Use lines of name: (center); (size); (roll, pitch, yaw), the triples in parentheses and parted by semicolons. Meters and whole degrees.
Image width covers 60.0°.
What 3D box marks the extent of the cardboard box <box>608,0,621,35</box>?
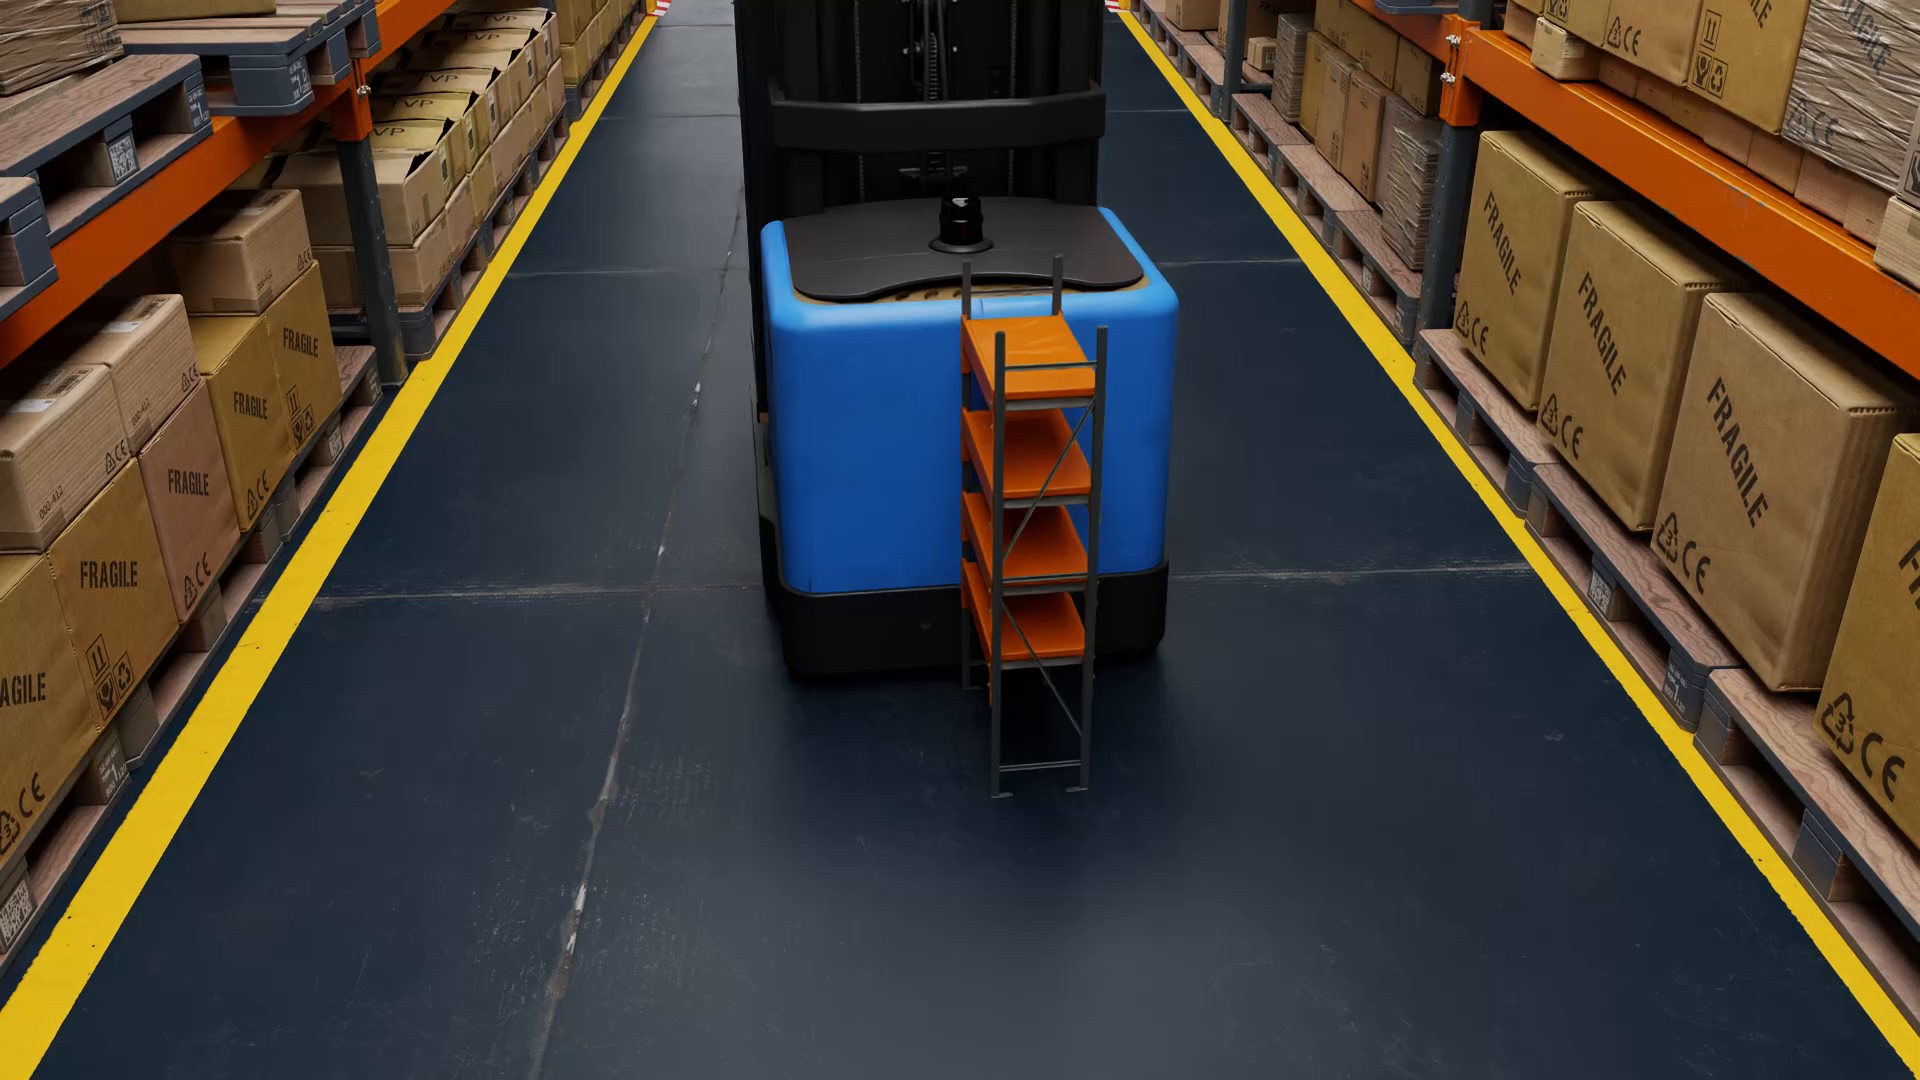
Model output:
cardboard box: (-2.643, -3.654, 11.531); (0.500, 0.250, 0.500); (-1, 28, -3)

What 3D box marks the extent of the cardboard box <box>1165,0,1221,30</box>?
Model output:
cardboard box: (1.855, -3.903, 11.716); (0.700, 0.500, 0.500); (-3, 28, -6)

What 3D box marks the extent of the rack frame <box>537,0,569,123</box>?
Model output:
rack frame: (-2.848, -3.772, 9.239); (1.000, 3.000, 0.127); (-1, 28, -3)

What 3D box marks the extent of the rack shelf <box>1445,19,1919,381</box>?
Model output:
rack shelf: (2.412, -0.804, 4.325); (1.077, 0.370, 4.000); (-1, 28, -3)

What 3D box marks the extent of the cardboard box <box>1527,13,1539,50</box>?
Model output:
cardboard box: (2.098, -1.670, 5.457); (0.380, 0.149, 0.250); (-1, 28, -2)

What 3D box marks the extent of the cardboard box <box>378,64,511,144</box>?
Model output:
cardboard box: (-2.460, -2.105, 7.955); (0.500, 0.311, 0.500); (-2, 28, -3)

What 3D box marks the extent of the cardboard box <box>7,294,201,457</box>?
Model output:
cardboard box: (-2.291, -0.420, 4.227); (0.500, 0.250, 0.500); (-2, 28, -4)

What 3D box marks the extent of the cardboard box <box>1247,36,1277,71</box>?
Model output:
cardboard box: (2.041, -3.079, 10.497); (0.380, 0.166, 0.250); (-5, 28, -9)

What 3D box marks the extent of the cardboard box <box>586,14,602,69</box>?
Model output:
cardboard box: (-2.590, -3.192, 10.645); (0.500, 0.250, 0.500); (-1, 28, -3)

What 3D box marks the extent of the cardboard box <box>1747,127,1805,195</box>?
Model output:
cardboard box: (2.192, -0.956, 4.090); (0.380, 0.149, 0.250); (-1, 28, -1)

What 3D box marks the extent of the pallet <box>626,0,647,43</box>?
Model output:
pallet: (-2.975, -4.031, 12.750); (1.003, 0.211, 1.213); (-1, 28, -3)

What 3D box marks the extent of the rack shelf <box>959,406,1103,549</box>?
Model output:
rack shelf: (0.159, -0.162, 3.926); (0.258, 0.148, 0.480); (-4, 28, -7)

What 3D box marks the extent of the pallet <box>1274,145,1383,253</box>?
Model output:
pallet: (2.208, -1.733, 8.344); (1.003, 0.211, 1.213); (-1, 28, -3)

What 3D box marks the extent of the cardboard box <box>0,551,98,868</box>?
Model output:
cardboard box: (-2.251, 0.360, 3.543); (0.500, 0.500, 0.500); (-1, 28, -2)

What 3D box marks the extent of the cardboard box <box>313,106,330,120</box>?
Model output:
cardboard box: (-2.969, -1.850, 7.465); (0.500, 0.311, 0.500); (-2, 28, -3)

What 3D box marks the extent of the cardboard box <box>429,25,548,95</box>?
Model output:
cardboard box: (-2.507, -2.568, 8.842); (0.500, 0.311, 0.500); (-1, 28, -1)

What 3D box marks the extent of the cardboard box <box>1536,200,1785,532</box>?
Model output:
cardboard box: (2.255, -0.532, 4.897); (0.750, 0.750, 0.750); (-2, 28, -3)

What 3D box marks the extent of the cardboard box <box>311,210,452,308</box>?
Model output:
cardboard box: (-2.373, -1.141, 6.713); (0.500, 0.250, 0.500); (-1, 28, -3)

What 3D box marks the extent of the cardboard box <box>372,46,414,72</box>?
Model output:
cardboard box: (-3.026, -2.321, 8.369); (0.500, 0.311, 0.500); (-2, 28, -4)

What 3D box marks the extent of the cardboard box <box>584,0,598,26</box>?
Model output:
cardboard box: (-2.593, -3.524, 10.472); (0.500, 0.500, 0.500); (-1, 28, -3)

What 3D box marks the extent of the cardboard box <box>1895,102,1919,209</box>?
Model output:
cardboard box: (2.205, -0.827, 3.140); (0.500, 0.500, 0.500); (-1, 28, -2)

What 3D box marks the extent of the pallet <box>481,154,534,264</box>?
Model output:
pallet: (-2.703, -1.632, 8.150); (1.003, 0.211, 1.213); (-1, 28, -3)

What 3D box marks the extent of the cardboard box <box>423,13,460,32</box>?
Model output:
cardboard box: (-3.075, -2.791, 9.270); (0.500, 0.311, 0.500); (-1, 28, -2)

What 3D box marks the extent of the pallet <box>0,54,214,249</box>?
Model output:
pallet: (-2.533, -0.942, 4.020); (1.003, 0.211, 1.213); (-1, 28, -3)

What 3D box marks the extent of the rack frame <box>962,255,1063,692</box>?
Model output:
rack frame: (0.124, -0.135, 4.212); (0.240, 1.200, 0.015); (-4, 28, -7)

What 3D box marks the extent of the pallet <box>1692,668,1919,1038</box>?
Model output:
pallet: (2.401, 0.683, 3.712); (1.003, 0.211, 1.213); (-1, 28, -3)

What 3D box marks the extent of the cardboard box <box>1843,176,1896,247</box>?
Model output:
cardboard box: (2.192, -0.718, 3.632); (0.380, 0.149, 0.250); (-1, 28, -3)

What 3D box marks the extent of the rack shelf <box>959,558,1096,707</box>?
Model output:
rack shelf: (0.159, 0.212, 4.121); (0.258, 0.148, 0.480); (-4, 28, -7)

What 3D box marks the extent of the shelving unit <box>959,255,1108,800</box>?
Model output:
shelving unit: (0.159, -0.024, 3.998); (0.258, 1.200, 0.503); (-4, 28, -7)

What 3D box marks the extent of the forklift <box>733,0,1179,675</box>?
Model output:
forklift: (-0.154, -1.599, 5.147); (1.130, 2.935, 3.031); (-4, 28, -7)

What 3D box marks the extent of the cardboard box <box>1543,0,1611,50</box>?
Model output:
cardboard box: (2.096, -1.759, 4.927); (0.500, 0.500, 0.500); (0, 28, -1)

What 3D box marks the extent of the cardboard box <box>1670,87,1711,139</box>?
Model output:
cardboard box: (2.189, -1.193, 4.543); (0.380, 0.149, 0.250); (-1, 28, -2)

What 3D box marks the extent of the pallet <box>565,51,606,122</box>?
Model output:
pallet: (-2.847, -2.904, 10.590); (1.003, 0.211, 1.213); (-1, 28, -3)

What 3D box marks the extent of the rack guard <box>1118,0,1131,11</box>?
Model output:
rack guard: (1.894, -4.597, 13.524); (1.175, 0.500, 0.348); (-1, 28, -3)

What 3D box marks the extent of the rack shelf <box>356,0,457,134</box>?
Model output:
rack shelf: (-2.743, -2.530, 7.634); (1.077, 0.370, 4.000); (-1, 28, -3)

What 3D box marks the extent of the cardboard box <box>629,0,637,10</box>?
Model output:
cardboard box: (-2.695, -4.115, 12.416); (0.500, 0.250, 0.500); (-1, 28, -3)

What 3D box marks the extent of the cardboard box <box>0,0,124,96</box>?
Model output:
cardboard box: (-2.636, -1.440, 4.206); (0.700, 0.500, 0.500); (4, 28, 7)

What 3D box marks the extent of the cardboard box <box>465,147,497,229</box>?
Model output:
cardboard box: (-2.433, -1.613, 7.618); (0.500, 0.250, 0.500); (-2, 28, -4)

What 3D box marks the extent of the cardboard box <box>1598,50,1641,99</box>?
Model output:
cardboard box: (2.164, -1.432, 5.001); (0.380, 0.149, 0.250); (-2, 28, -3)

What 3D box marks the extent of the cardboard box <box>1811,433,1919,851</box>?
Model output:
cardboard box: (2.353, 0.271, 3.357); (0.750, 0.750, 0.750); (-1, 28, -2)

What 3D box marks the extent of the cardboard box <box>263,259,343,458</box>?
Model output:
cardboard box: (-2.355, -0.585, 5.356); (0.500, 0.500, 0.500); (0, 28, -1)

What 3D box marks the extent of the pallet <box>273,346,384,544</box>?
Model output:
pallet: (-2.637, -0.343, 5.679); (1.003, 0.211, 1.213); (-1, 28, -3)

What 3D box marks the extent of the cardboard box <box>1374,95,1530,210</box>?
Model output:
cardboard box: (2.308, -1.705, 7.503); (0.700, 0.500, 0.500); (-1, 28, -3)

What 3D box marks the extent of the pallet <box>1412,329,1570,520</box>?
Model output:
pallet: (2.274, -0.444, 5.873); (1.003, 0.211, 1.213); (-1, 28, -3)

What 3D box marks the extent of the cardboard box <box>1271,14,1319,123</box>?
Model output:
cardboard box: (2.154, -2.641, 9.297); (0.700, 0.500, 0.500); (0, 28, -1)

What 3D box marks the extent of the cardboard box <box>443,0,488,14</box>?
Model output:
cardboard box: (-3.104, -3.512, 10.448); (0.500, 0.500, 0.500); (-1, 28, -3)

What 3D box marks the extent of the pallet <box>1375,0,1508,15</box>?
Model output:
pallet: (2.164, -2.288, 6.600); (1.213, 0.211, 1.003); (-1, 28, -3)

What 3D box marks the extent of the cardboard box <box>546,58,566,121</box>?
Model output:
cardboard box: (-2.536, -2.555, 9.424); (0.500, 0.250, 0.500); (-2, 28, -3)

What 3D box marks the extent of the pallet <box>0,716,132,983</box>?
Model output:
pallet: (-2.510, 0.784, 3.519); (1.003, 0.211, 1.213); (-1, 28, -3)

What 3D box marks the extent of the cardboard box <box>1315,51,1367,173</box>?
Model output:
cardboard box: (2.218, -2.167, 8.388); (0.700, 0.500, 0.500); (-1, 28, -2)

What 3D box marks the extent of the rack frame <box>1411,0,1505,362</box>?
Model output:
rack frame: (2.308, -2.046, 5.930); (1.000, 3.000, 0.127); (-1, 28, -3)

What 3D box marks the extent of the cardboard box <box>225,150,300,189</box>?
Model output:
cardboard box: (-2.912, -1.377, 6.558); (0.500, 0.311, 0.500); (-1, 28, -1)

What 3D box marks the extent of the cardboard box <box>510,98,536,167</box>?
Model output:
cardboard box: (-2.485, -2.085, 8.523); (0.500, 0.250, 0.500); (-1, 28, -2)

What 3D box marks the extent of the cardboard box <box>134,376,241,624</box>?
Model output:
cardboard box: (-2.295, -0.104, 4.433); (0.500, 0.500, 0.500); (-2, 28, -5)

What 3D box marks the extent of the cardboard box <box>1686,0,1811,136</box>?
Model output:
cardboard box: (2.156, -1.289, 4.027); (0.500, 0.500, 0.500); (-1, 28, -1)

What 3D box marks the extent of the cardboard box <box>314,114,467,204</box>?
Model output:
cardboard box: (-2.409, -1.632, 7.048); (0.500, 0.311, 0.500); (-2, 28, -4)

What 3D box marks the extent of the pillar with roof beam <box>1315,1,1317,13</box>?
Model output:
pillar with roof beam: (-1.508, -7.994, 10.847); (9.100, 9.000, 0.400); (-1, 28, -3)

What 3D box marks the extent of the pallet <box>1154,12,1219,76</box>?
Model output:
pallet: (1.962, -3.531, 11.792); (1.003, 0.211, 1.213); (-1, 28, -3)

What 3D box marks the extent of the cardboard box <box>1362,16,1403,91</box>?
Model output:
cardboard box: (2.219, -2.299, 7.830); (0.500, 0.250, 0.500); (-2, 28, -3)

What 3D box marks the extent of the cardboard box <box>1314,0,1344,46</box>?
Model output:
cardboard box: (2.181, -2.770, 8.734); (0.500, 0.250, 0.500); (-2, 28, -4)
